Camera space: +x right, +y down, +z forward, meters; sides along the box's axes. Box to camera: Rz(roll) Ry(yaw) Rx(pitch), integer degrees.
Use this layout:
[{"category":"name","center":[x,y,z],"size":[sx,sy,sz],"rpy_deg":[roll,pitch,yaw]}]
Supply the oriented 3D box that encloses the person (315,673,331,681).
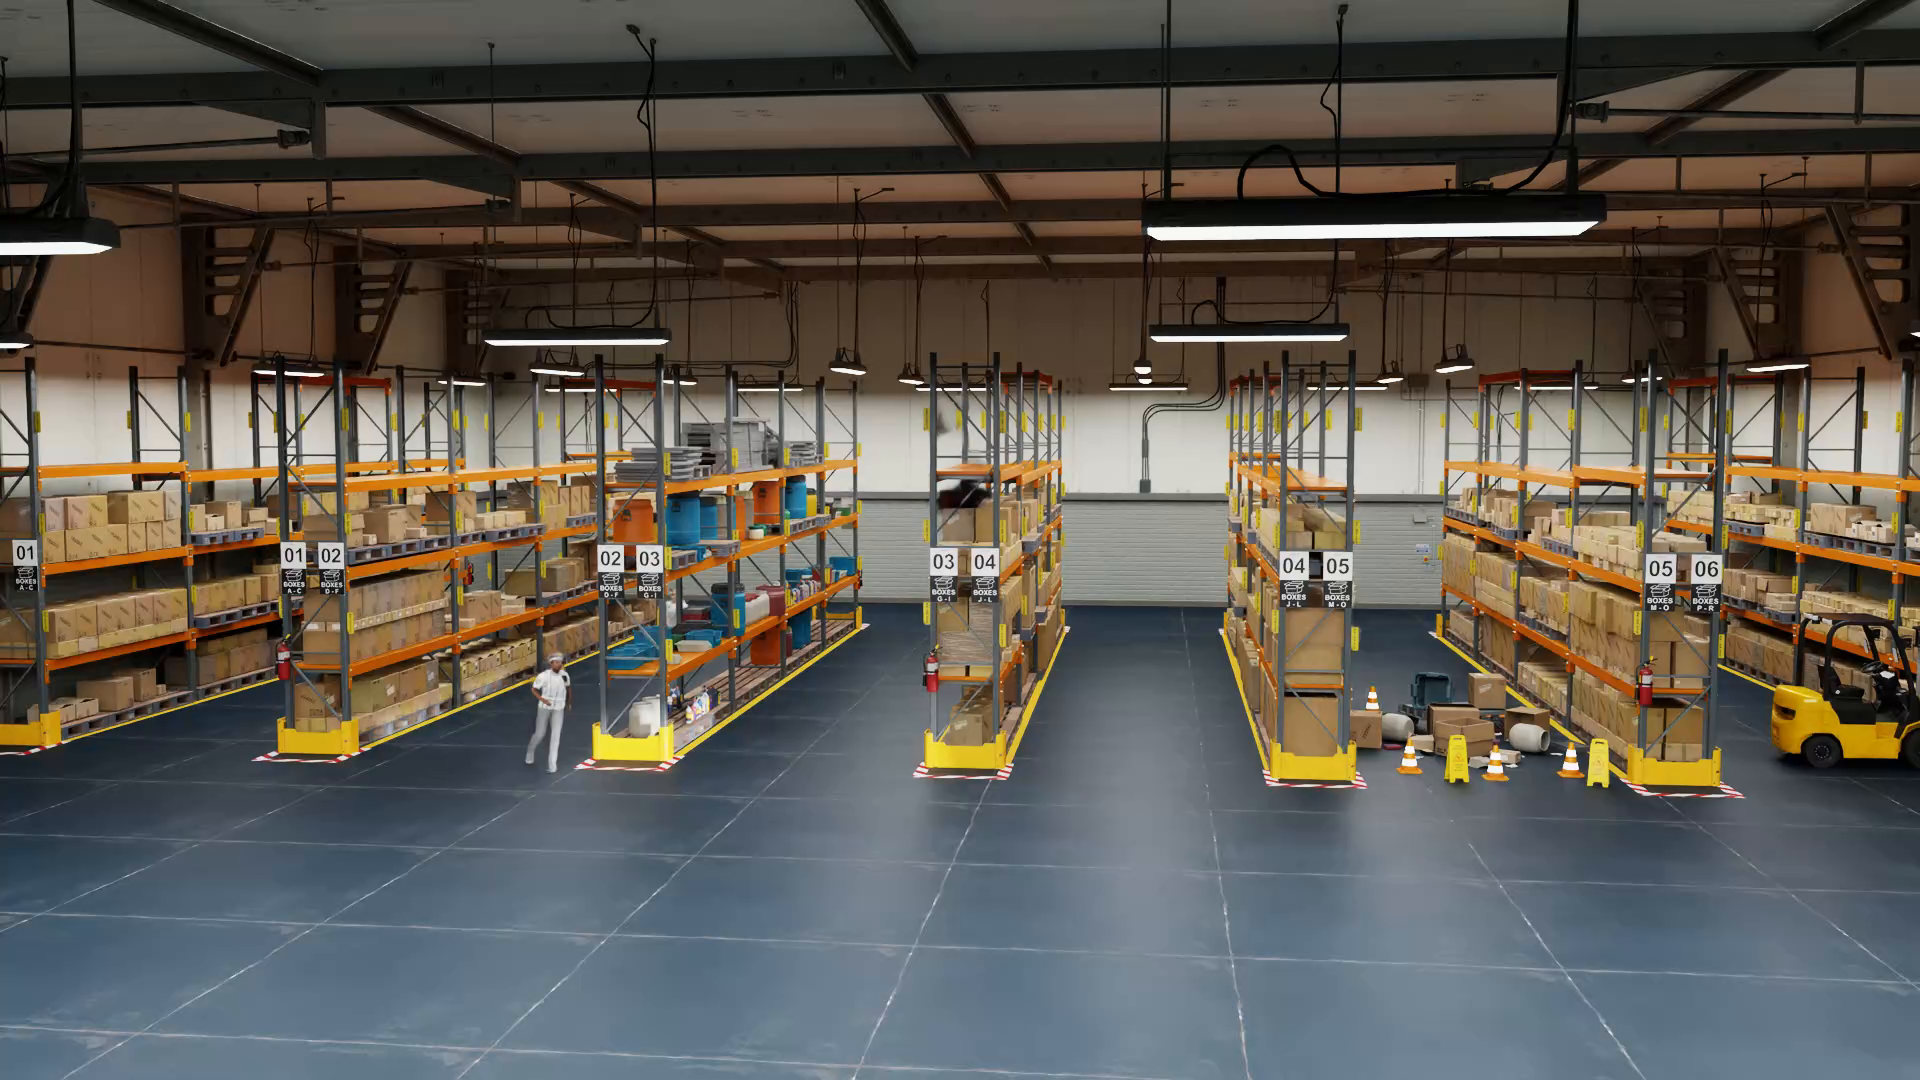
[{"category":"person","center":[-11.473,2.079,29.988],"size":[0.576,1.666,0.710],"rpy_deg":[0,4,-3]}]

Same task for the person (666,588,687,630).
[{"category":"person","center":[-5.769,1.793,33.763],"size":[0.575,1.678,0.843],"rpy_deg":[0,4,3]}]

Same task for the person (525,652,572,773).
[{"category":"person","center":[-5.898,2.456,24.076],"size":[0.659,1.672,0.923],"rpy_deg":[-2,5,-29]}]
